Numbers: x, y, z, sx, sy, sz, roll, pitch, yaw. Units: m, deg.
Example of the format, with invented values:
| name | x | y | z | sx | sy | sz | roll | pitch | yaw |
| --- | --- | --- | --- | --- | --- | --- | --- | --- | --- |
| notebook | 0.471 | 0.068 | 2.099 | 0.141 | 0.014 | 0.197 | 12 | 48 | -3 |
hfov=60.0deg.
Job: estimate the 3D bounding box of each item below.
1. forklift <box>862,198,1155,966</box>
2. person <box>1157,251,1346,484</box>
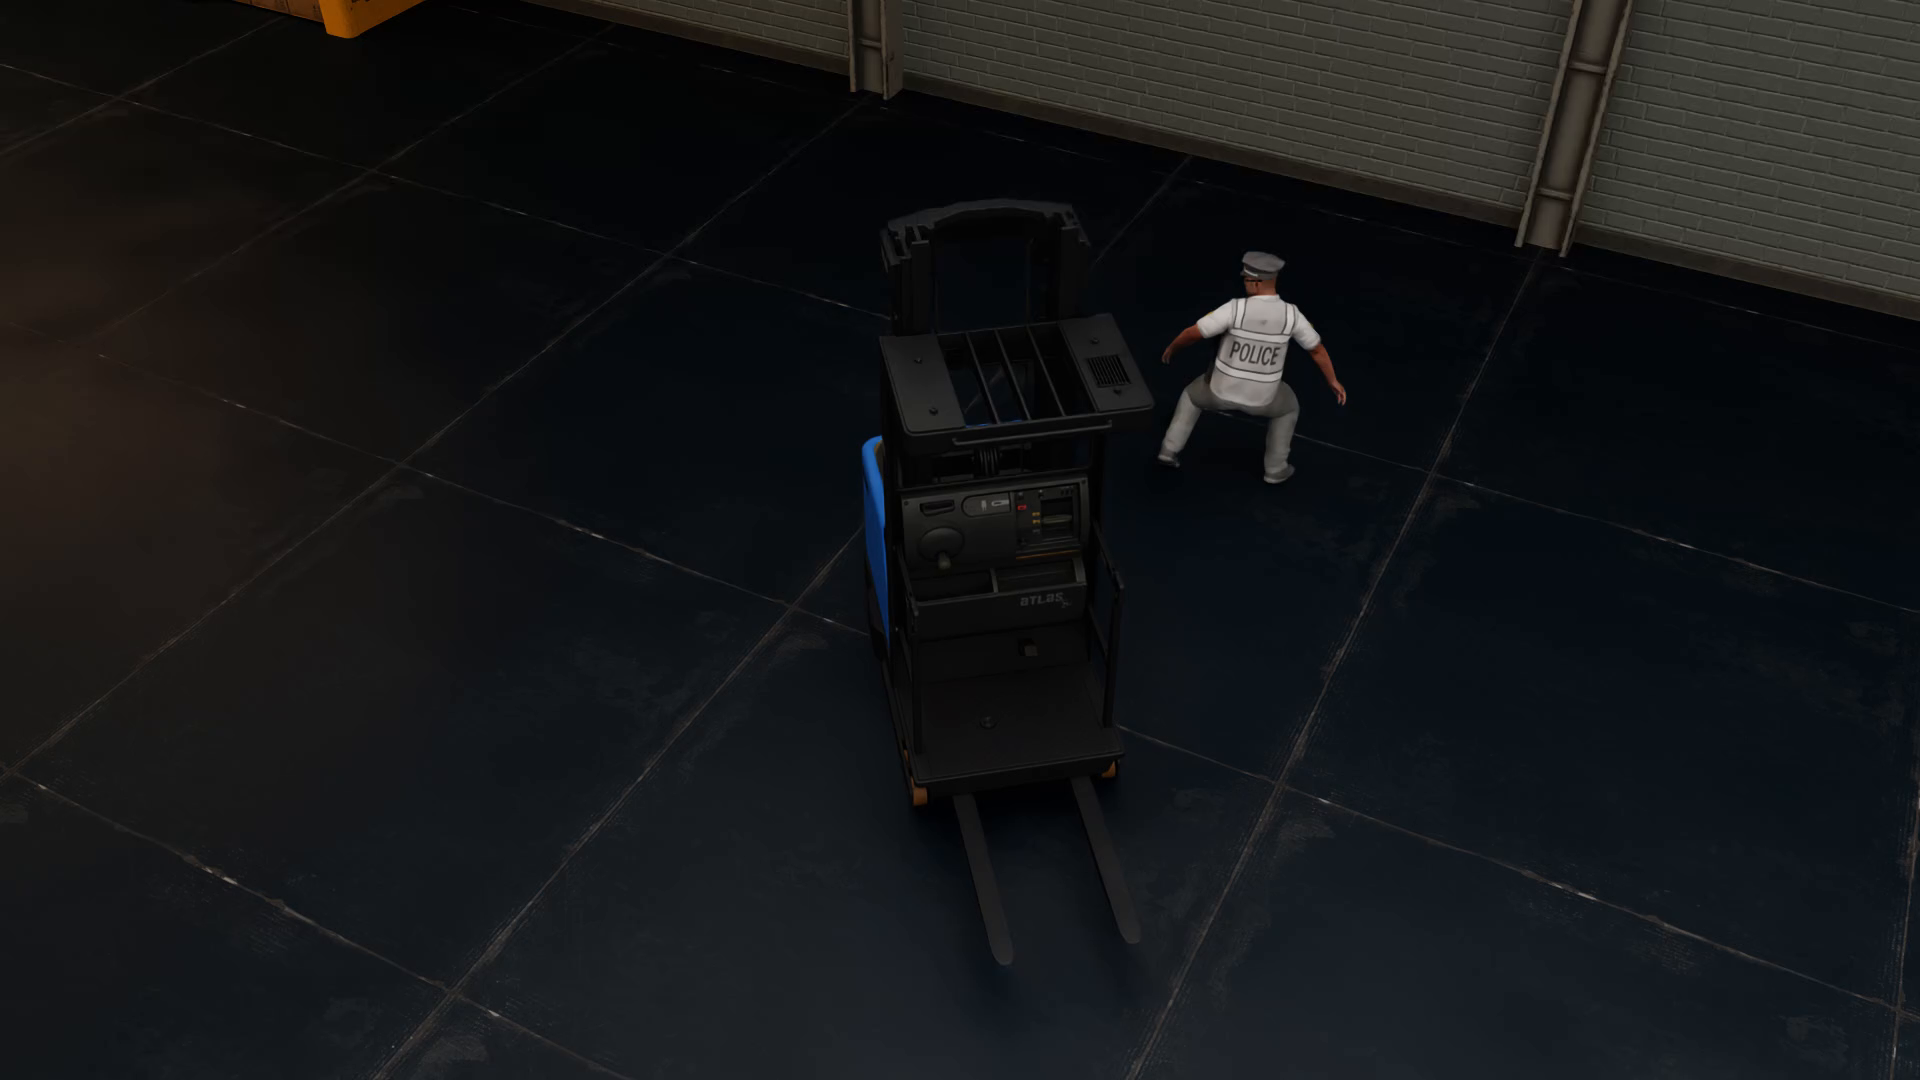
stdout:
| name | x | y | z | sx | sy | sz | roll | pitch | yaw |
| --- | --- | --- | --- | --- | --- | --- | --- | --- | --- |
| forklift | 0.221 | -0.003 | 7.990 | 1.130 | 2.935 | 3.031 | -7 | 41 | -8 |
| person | 1.804 | -0.984 | 10.237 | 1.141 | 1.641 | 0.471 | 7 | 41 | 8 |
